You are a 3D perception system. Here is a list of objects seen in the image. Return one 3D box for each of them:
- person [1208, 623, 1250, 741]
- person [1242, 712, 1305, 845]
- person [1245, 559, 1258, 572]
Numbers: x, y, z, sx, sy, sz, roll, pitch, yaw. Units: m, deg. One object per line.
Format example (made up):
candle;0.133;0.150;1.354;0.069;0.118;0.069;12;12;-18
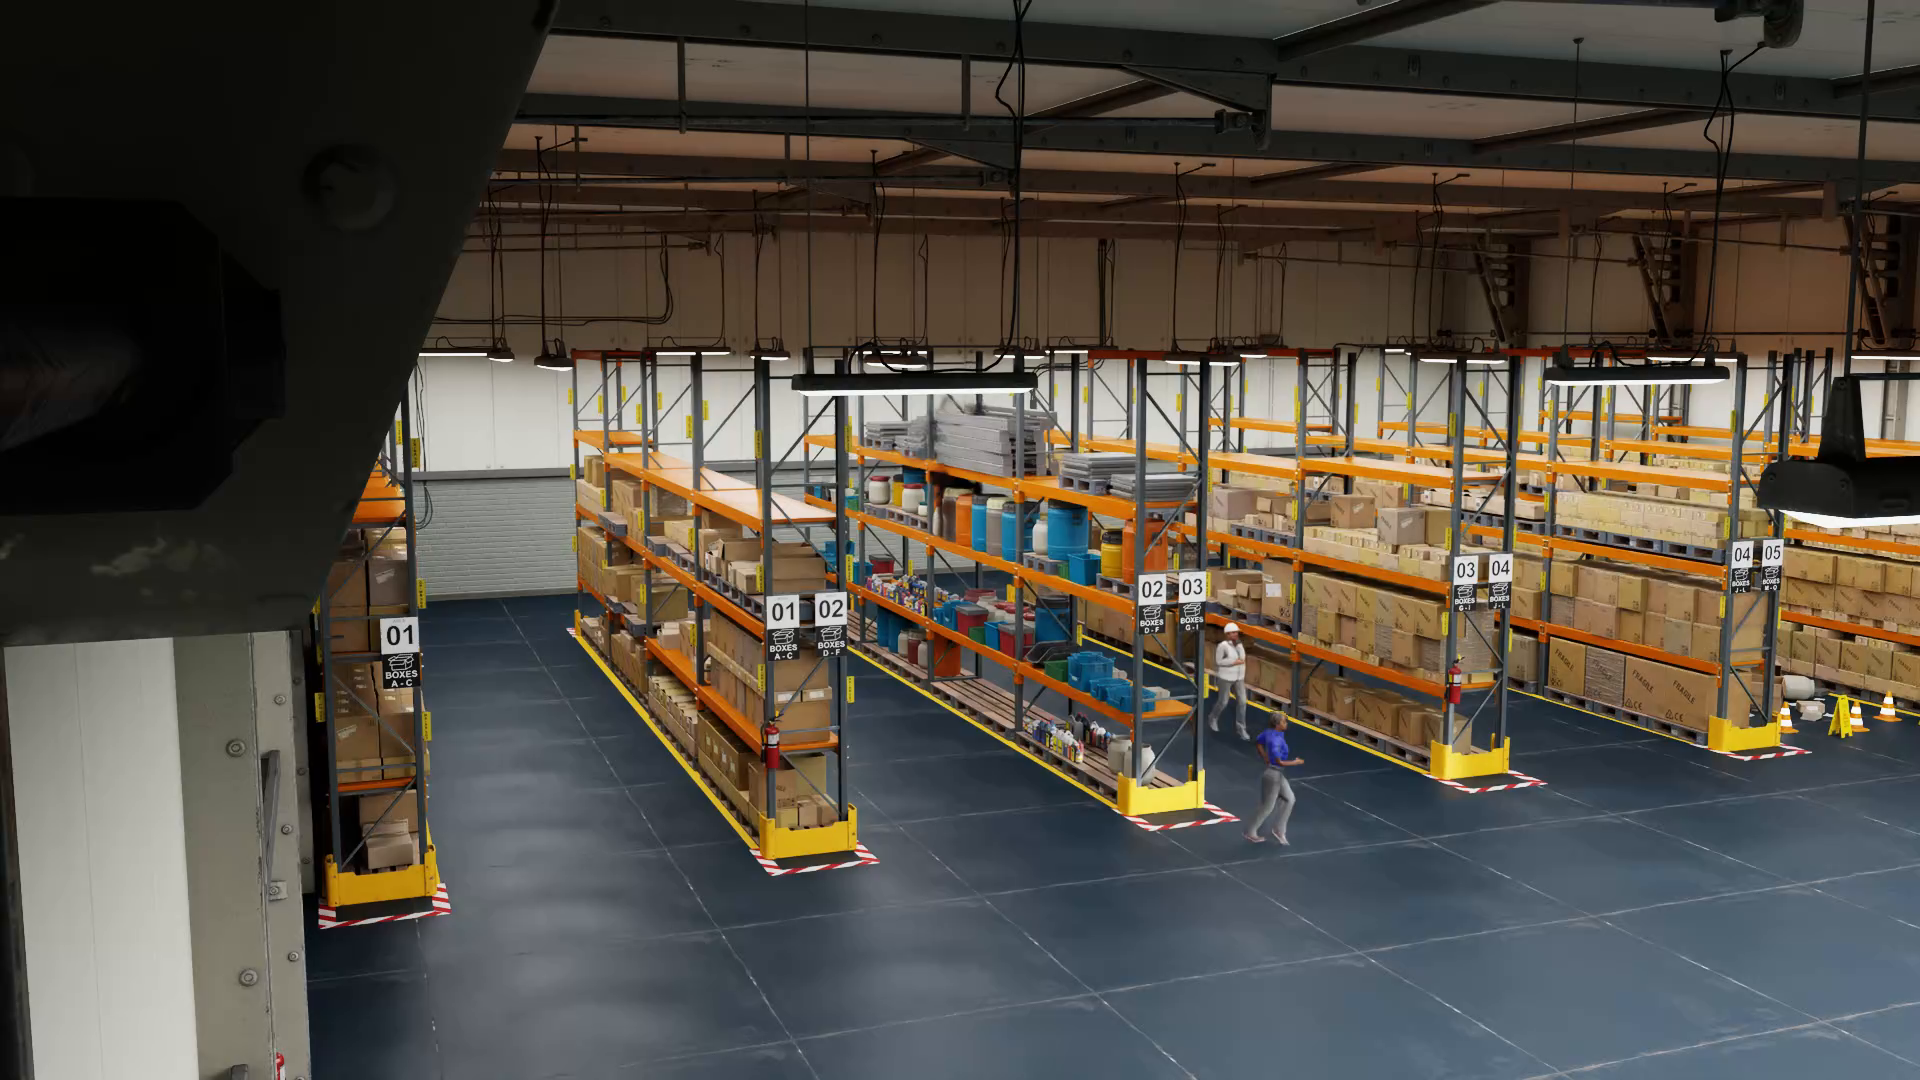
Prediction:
person;4.233;2.197;26.144;0.658;1.829;0.828;-4;8;-28
person;3.882;2.976;20.583;0.746;1.724;0.585;1;7;10
person;7.270;0.400;41.231;0.664;1.673;0.658;5;9;35
